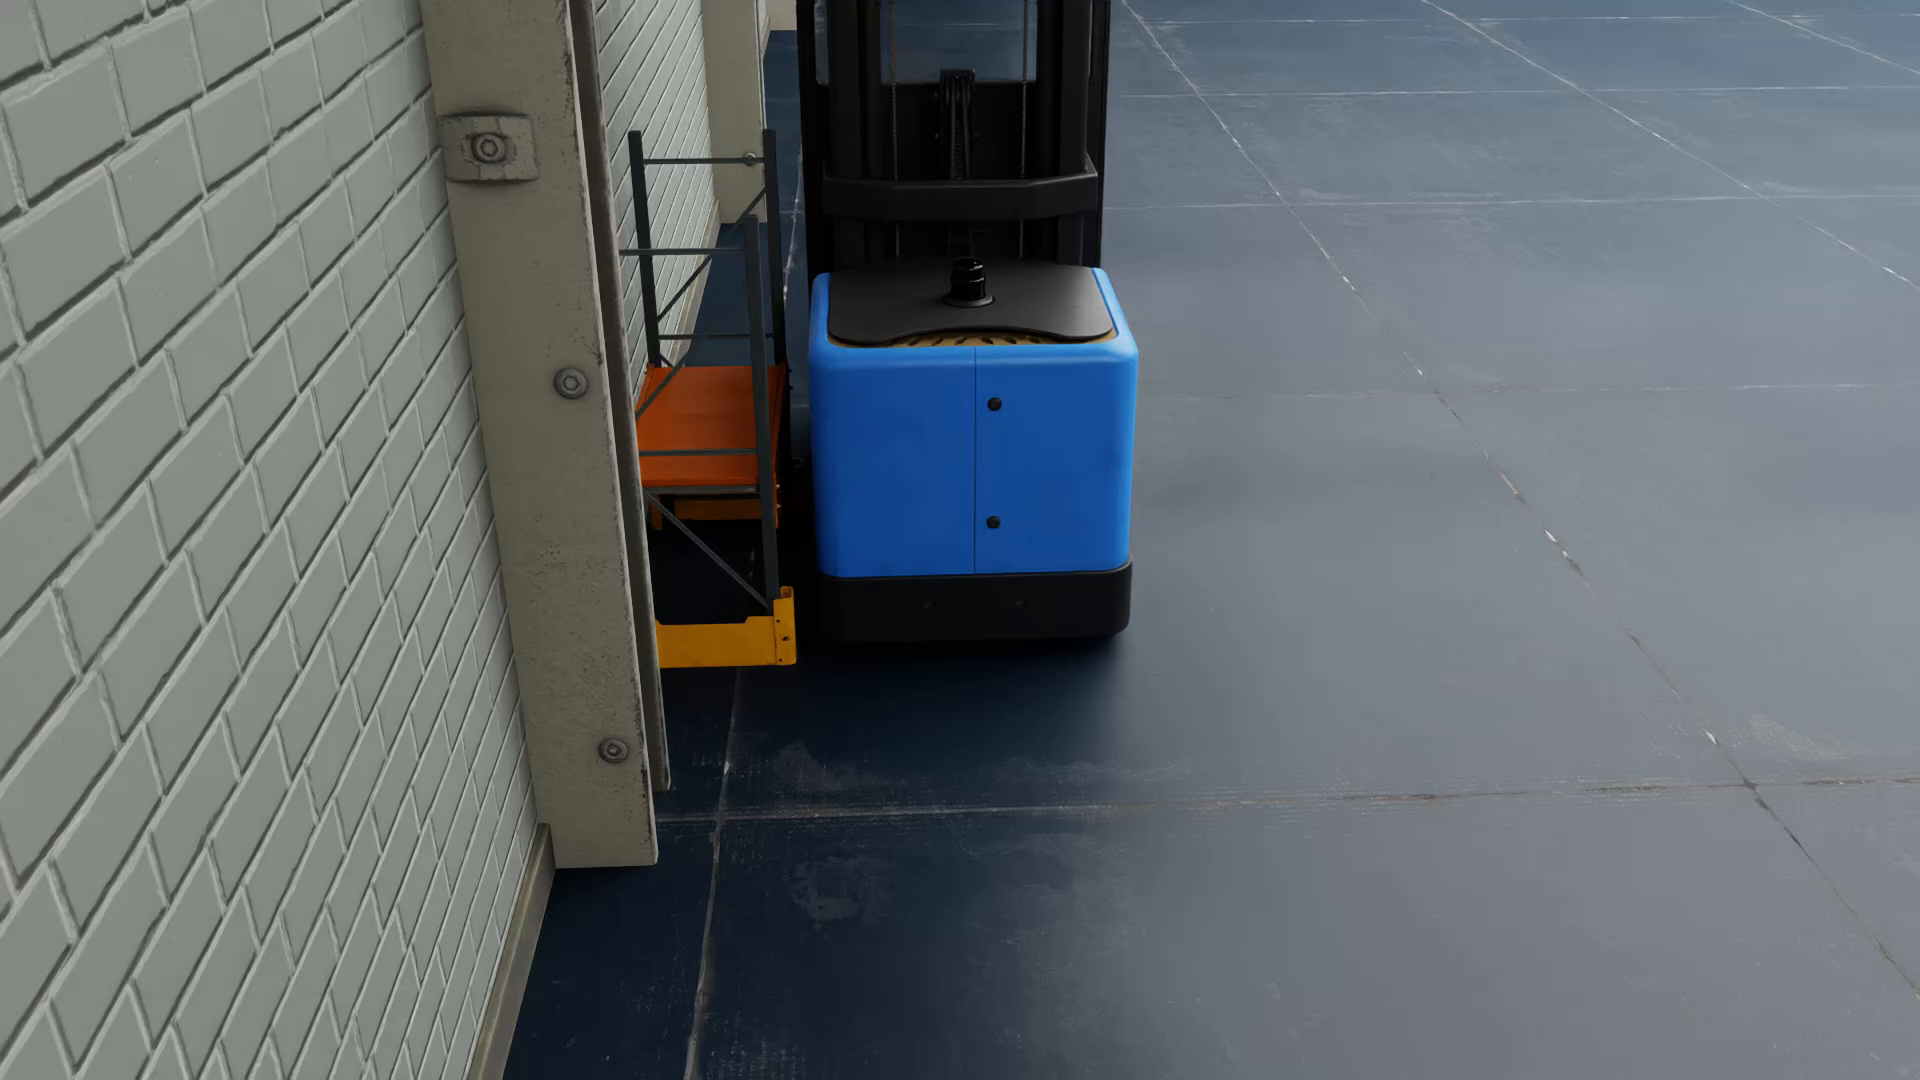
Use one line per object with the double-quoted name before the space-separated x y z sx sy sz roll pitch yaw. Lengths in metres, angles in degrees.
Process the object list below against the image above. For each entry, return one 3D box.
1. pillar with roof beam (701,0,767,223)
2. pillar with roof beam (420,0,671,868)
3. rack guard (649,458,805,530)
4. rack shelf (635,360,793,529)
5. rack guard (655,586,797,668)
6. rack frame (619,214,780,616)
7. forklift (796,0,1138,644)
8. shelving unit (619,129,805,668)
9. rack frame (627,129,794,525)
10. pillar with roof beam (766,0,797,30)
"pillar with roof beam" 2.990 -6.065 8.147 9.100 9.000 0.400 -1 28 -3
"pillar with roof beam" 3.303 -3.294 2.834 9.100 9.000 0.400 -1 28 -3
"rack guard" -0.884 -0.173 6.312 0.587 0.250 0.087 -1 28 -3
"rack shelf" -0.860 -0.342 5.673 0.538 0.185 1.000 -1 28 -3
"rack guard" -0.834 0.287 5.430 0.587 0.250 0.087 -1 28 -3
"rack frame" -0.834 -0.267 5.140 0.500 1.500 0.032 -1 28 -3
"forklift" -0.038 -1.606 6.159 1.130 2.935 3.031 -2 28 -3
"shelving unit" -0.859 -0.497 5.582 0.587 1.500 1.083 -1 28 -3
"rack frame" -0.885 -0.736 6.040 0.500 1.500 0.032 -1 28 -3
"pillar with roof beam" 2.677 -8.835 13.459 9.100 9.000 0.400 -1 28 -3
